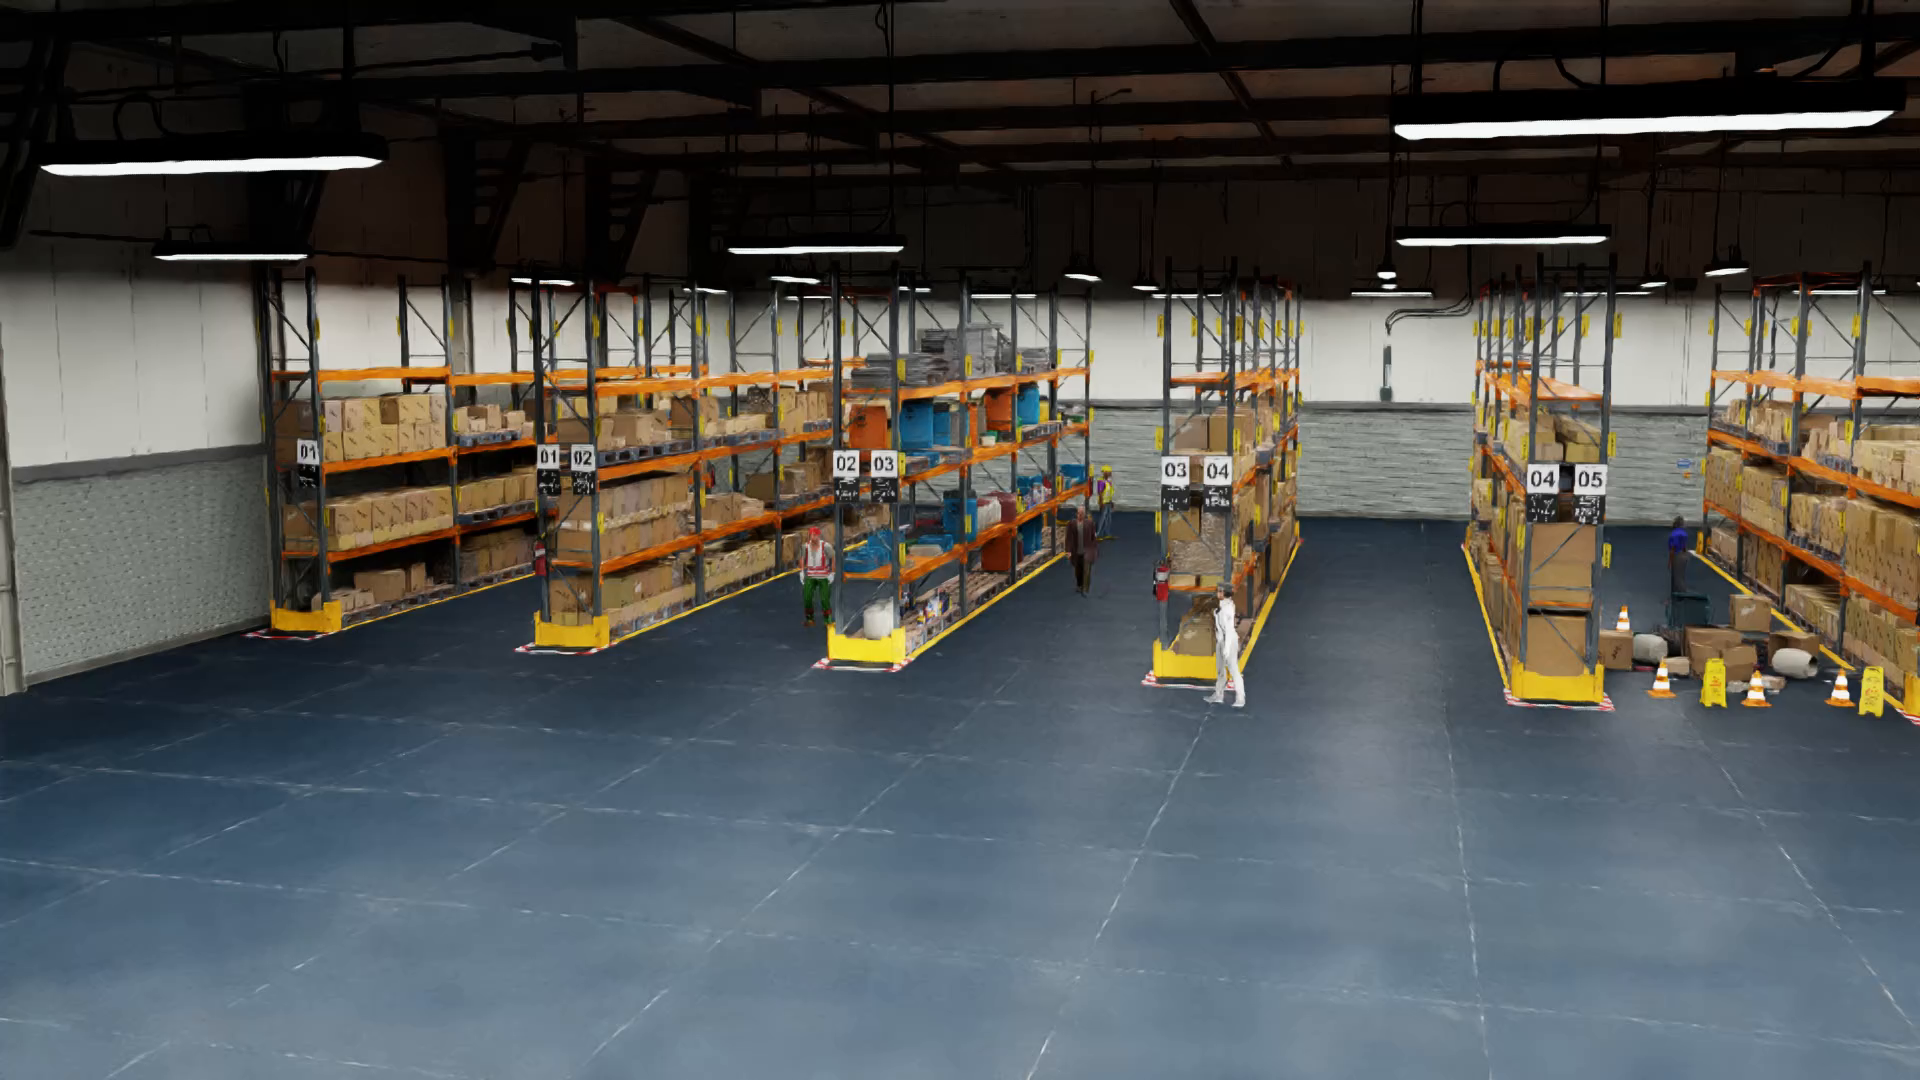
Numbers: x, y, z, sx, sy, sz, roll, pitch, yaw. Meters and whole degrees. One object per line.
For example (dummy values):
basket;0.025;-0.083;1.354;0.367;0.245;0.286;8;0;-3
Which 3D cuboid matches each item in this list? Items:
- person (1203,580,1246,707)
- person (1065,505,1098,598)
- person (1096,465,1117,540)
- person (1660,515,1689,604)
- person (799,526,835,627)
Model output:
person;3.551;1.371;22.180;0.521;1.665;0.581;0;7;1
person;2.260;0.191;31.135;0.599;1.695;1.186;2;7;12
person;3.465;-0.894;39.444;0.401;1.770;0.655;4;8;29
person;12.878;0.386;29.921;0.545;1.640;0.574;6;10;41
person;-2.396;0.618;27.881;0.677;1.741;0.552;2;7;14
